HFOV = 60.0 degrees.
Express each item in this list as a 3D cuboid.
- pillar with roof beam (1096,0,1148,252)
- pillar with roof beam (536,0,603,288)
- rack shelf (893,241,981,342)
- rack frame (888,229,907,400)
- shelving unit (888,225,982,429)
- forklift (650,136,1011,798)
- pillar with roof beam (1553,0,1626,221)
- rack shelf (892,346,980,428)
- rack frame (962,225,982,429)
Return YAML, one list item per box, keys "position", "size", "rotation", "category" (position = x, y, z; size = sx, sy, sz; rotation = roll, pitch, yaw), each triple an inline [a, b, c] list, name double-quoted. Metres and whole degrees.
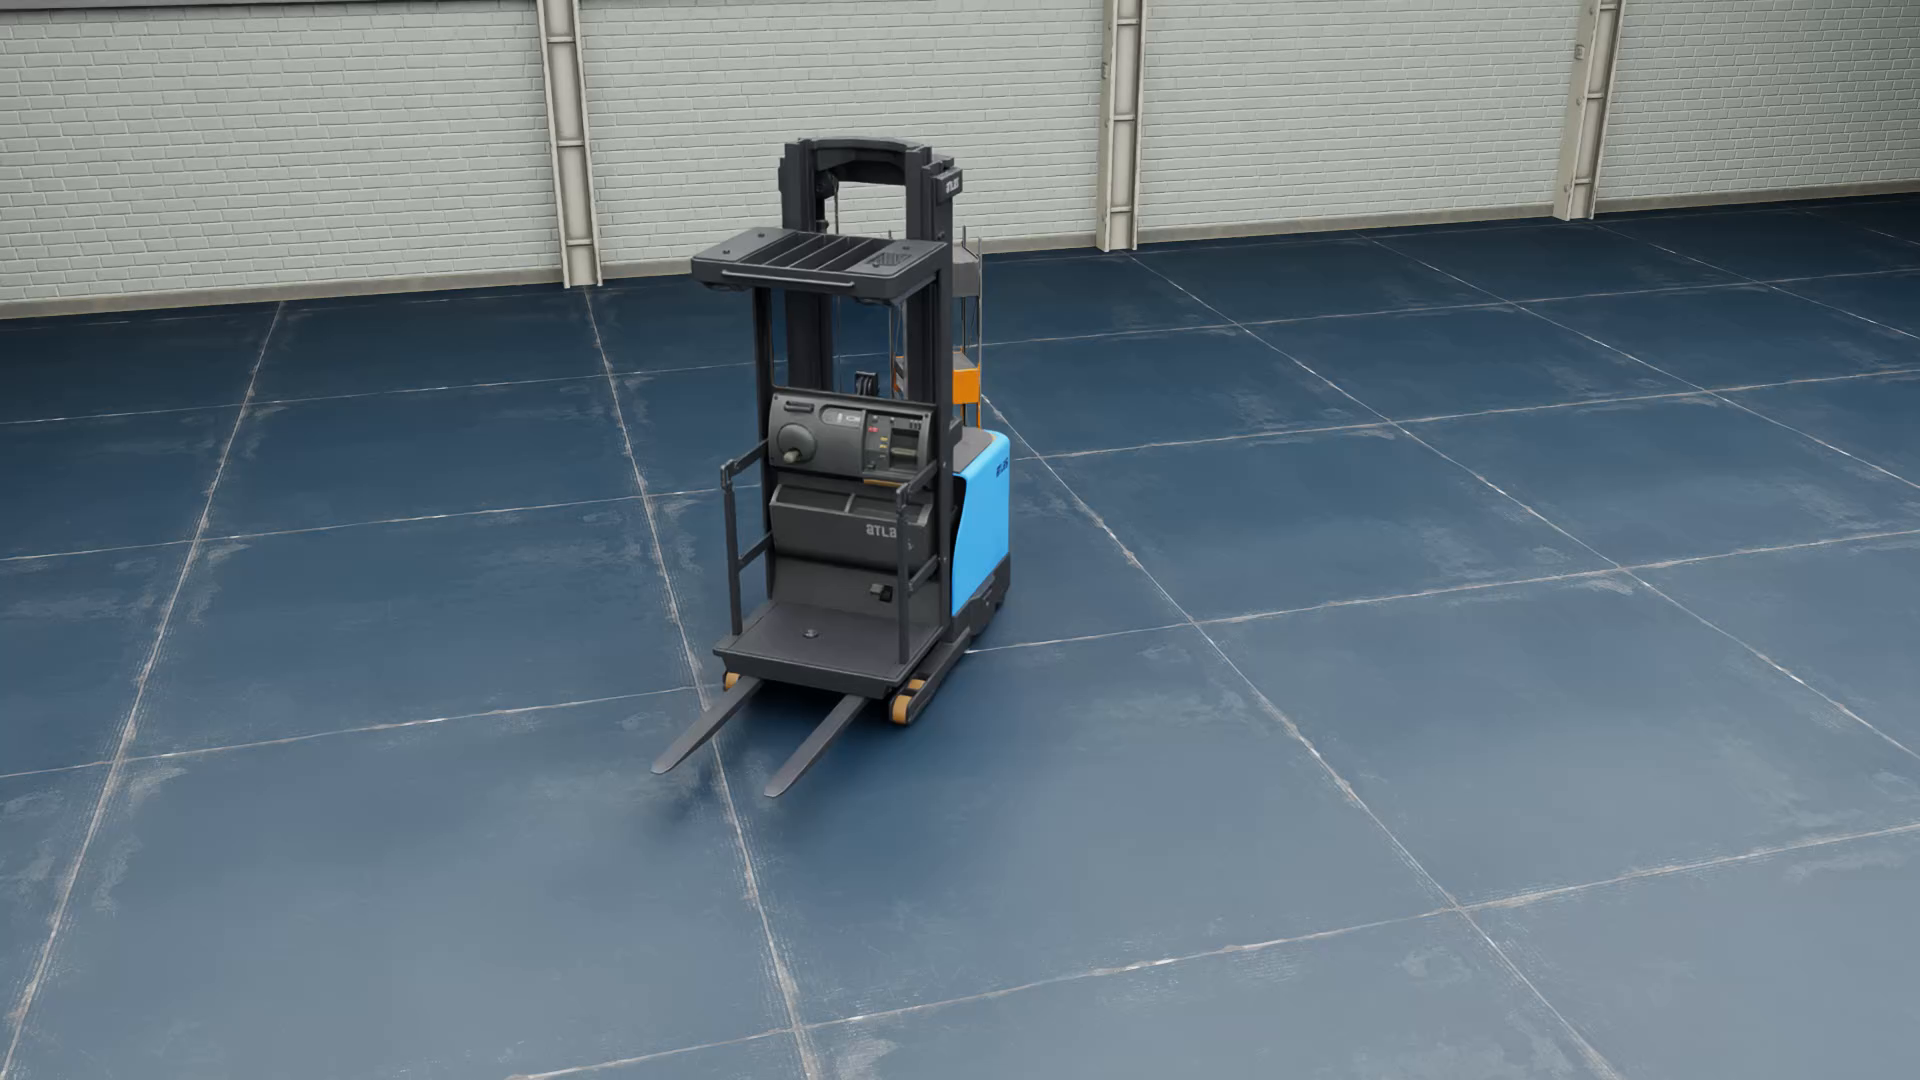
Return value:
- position: [2.953, -5.852, 13.476]
  size: [0.400, 9.000, 9.100]
  rotation: [-6, 24, -14]
  category: "pillar with roof beam"
- position: [-2.824, -5.213, 11.987]
  size: [0.400, 9.000, 9.100]
  rotation: [-6, 24, -14]
  category: "pillar with roof beam"
- position: [-0.159, -1.578, 10.524]
  size: [0.480, 0.518, 0.431]
  rotation: [-6, 24, -14]
  category: "rack shelf"
- position: [-0.394, -0.921, 10.734]
  size: [0.015, 2.100, 0.400]
  rotation: [-6, 24, -14]
  category: "rack frame"
- position: [-0.159, -0.947, 10.795]
  size: [0.503, 2.100, 0.431]
  rotation: [-6, 24, -14]
  category: "shelving unit"
- position: [-0.669, -0.532, 8.773]
  size: [1.130, 2.935, 3.031]
  rotation: [8, 25, 18]
  category: "forklift"
- position: [8.730, -6.491, 14.966]
  size: [0.400, 9.000, 9.100]
  rotation: [-6, 24, -14]
  category: "pillar with roof beam"
- position: [-0.159, -0.935, 10.800]
  size: [0.480, 0.518, 0.431]
  rotation: [-6, 24, -14]
  category: "rack shelf"
- position: [0.076, -0.973, 10.855]
  size: [0.015, 2.100, 0.400]
  rotation: [-6, 24, -14]
  category: "rack frame"
